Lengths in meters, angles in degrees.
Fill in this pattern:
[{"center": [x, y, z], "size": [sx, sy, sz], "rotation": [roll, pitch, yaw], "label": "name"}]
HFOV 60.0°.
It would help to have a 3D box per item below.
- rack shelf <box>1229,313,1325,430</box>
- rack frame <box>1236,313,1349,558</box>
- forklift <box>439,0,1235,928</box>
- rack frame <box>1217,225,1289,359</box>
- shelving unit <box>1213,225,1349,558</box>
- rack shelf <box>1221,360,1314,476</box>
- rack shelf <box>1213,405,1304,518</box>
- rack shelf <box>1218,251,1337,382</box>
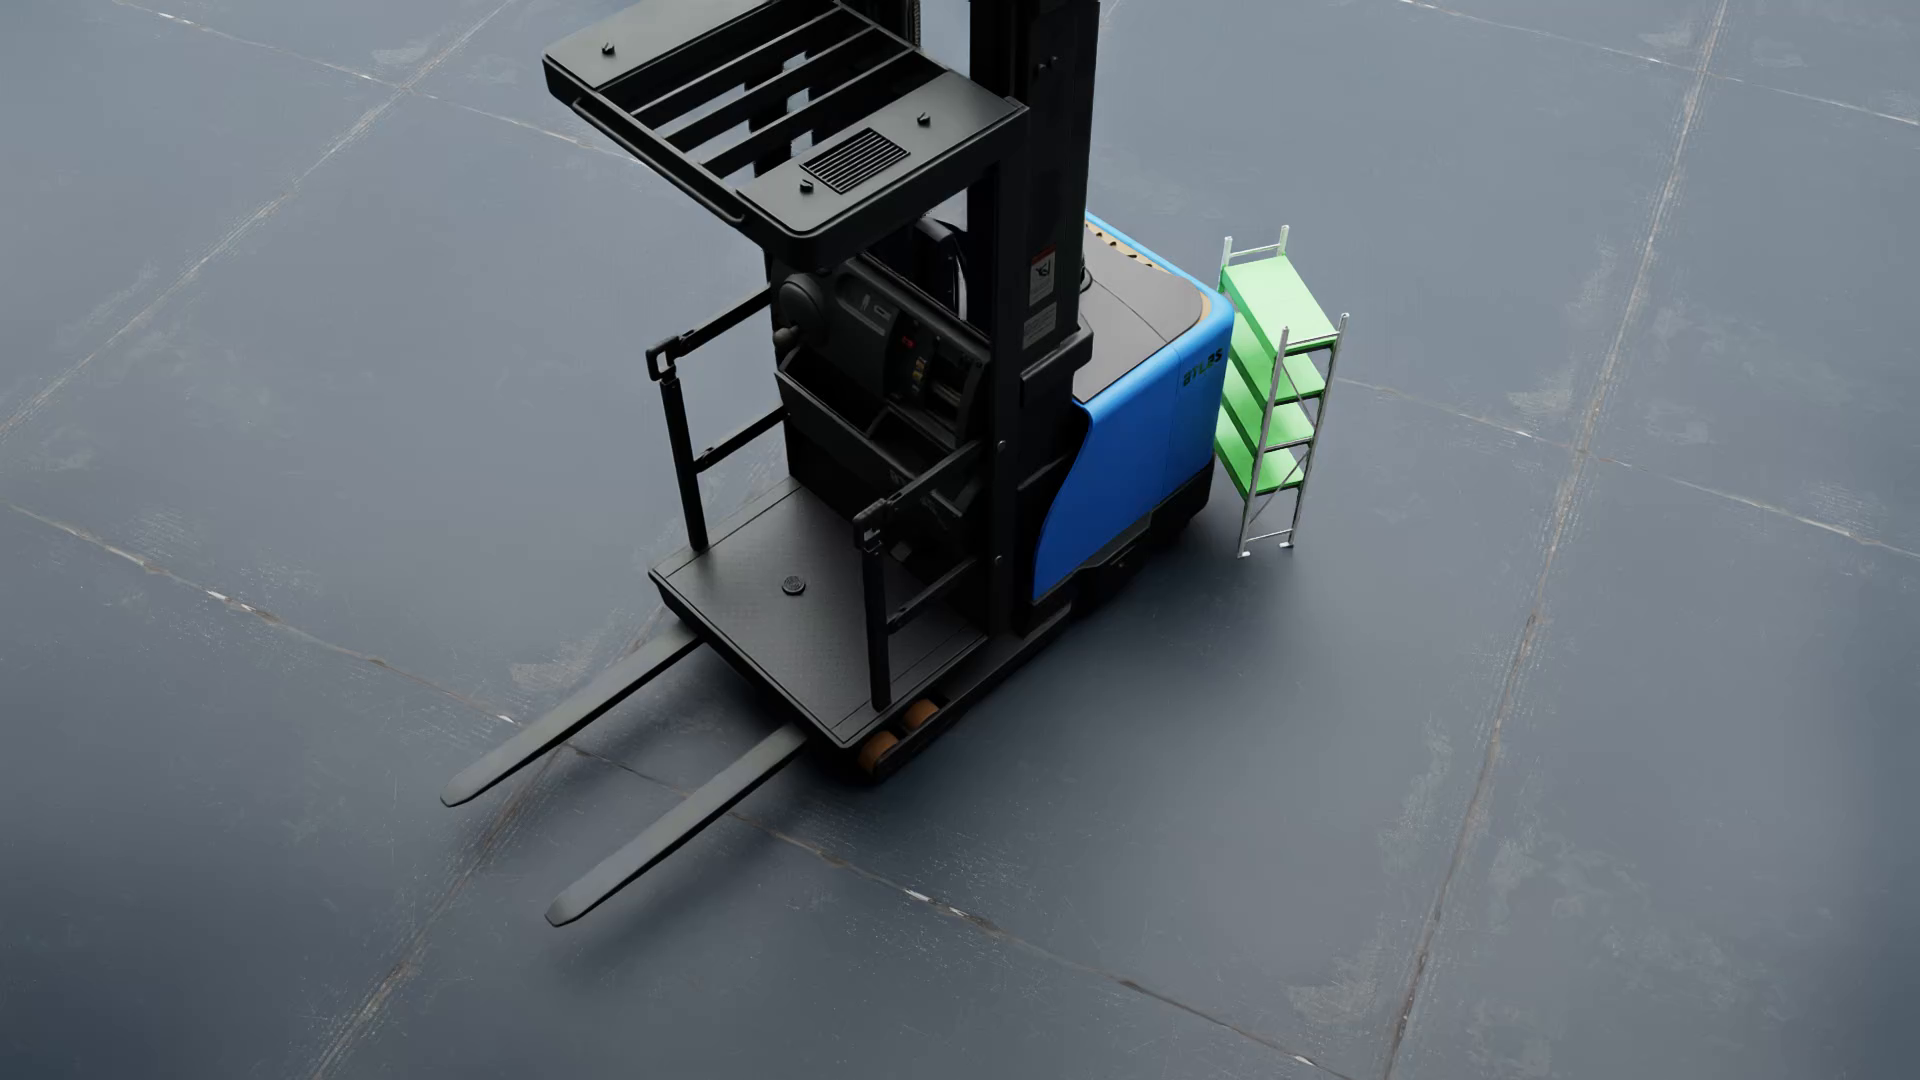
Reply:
[{"center": [1.129, -0.642, 6.091], "size": [0.258, 0.148, 0.480], "rotation": [-13, 51, -11], "label": "rack shelf"}, {"center": [1.200, -0.350, 6.074], "size": [0.240, 1.200, 0.015], "rotation": [-13, 51, -11], "label": "rack frame"}, {"center": [-0.419, -0.569, 5.125], "size": [3.031, 2.935, 1.130], "rotation": [-36, 59, -27], "label": "forklift"}, {"center": [1.056, -0.705, 6.376], "size": [0.240, 1.200, 0.015], "rotation": [-13, 51, -11], "label": "rack frame"}, {"center": [1.128, -0.528, 6.225], "size": [0.258, 1.200, 0.503], "rotation": [-13, 51, -11], "label": "shelving unit"}, {"center": [1.128, -0.486, 6.274], "size": [0.258, 0.148, 0.480], "rotation": [-13, 51, -11], "label": "rack shelf"}, {"center": [1.126, -0.330, 6.456], "size": [0.258, 0.148, 0.480], "rotation": [-13, 51, -11], "label": "rack shelf"}, {"center": [1.130, -0.798, 5.909], "size": [0.258, 0.148, 0.480], "rotation": [-13, 51, -11], "label": "rack shelf"}]
